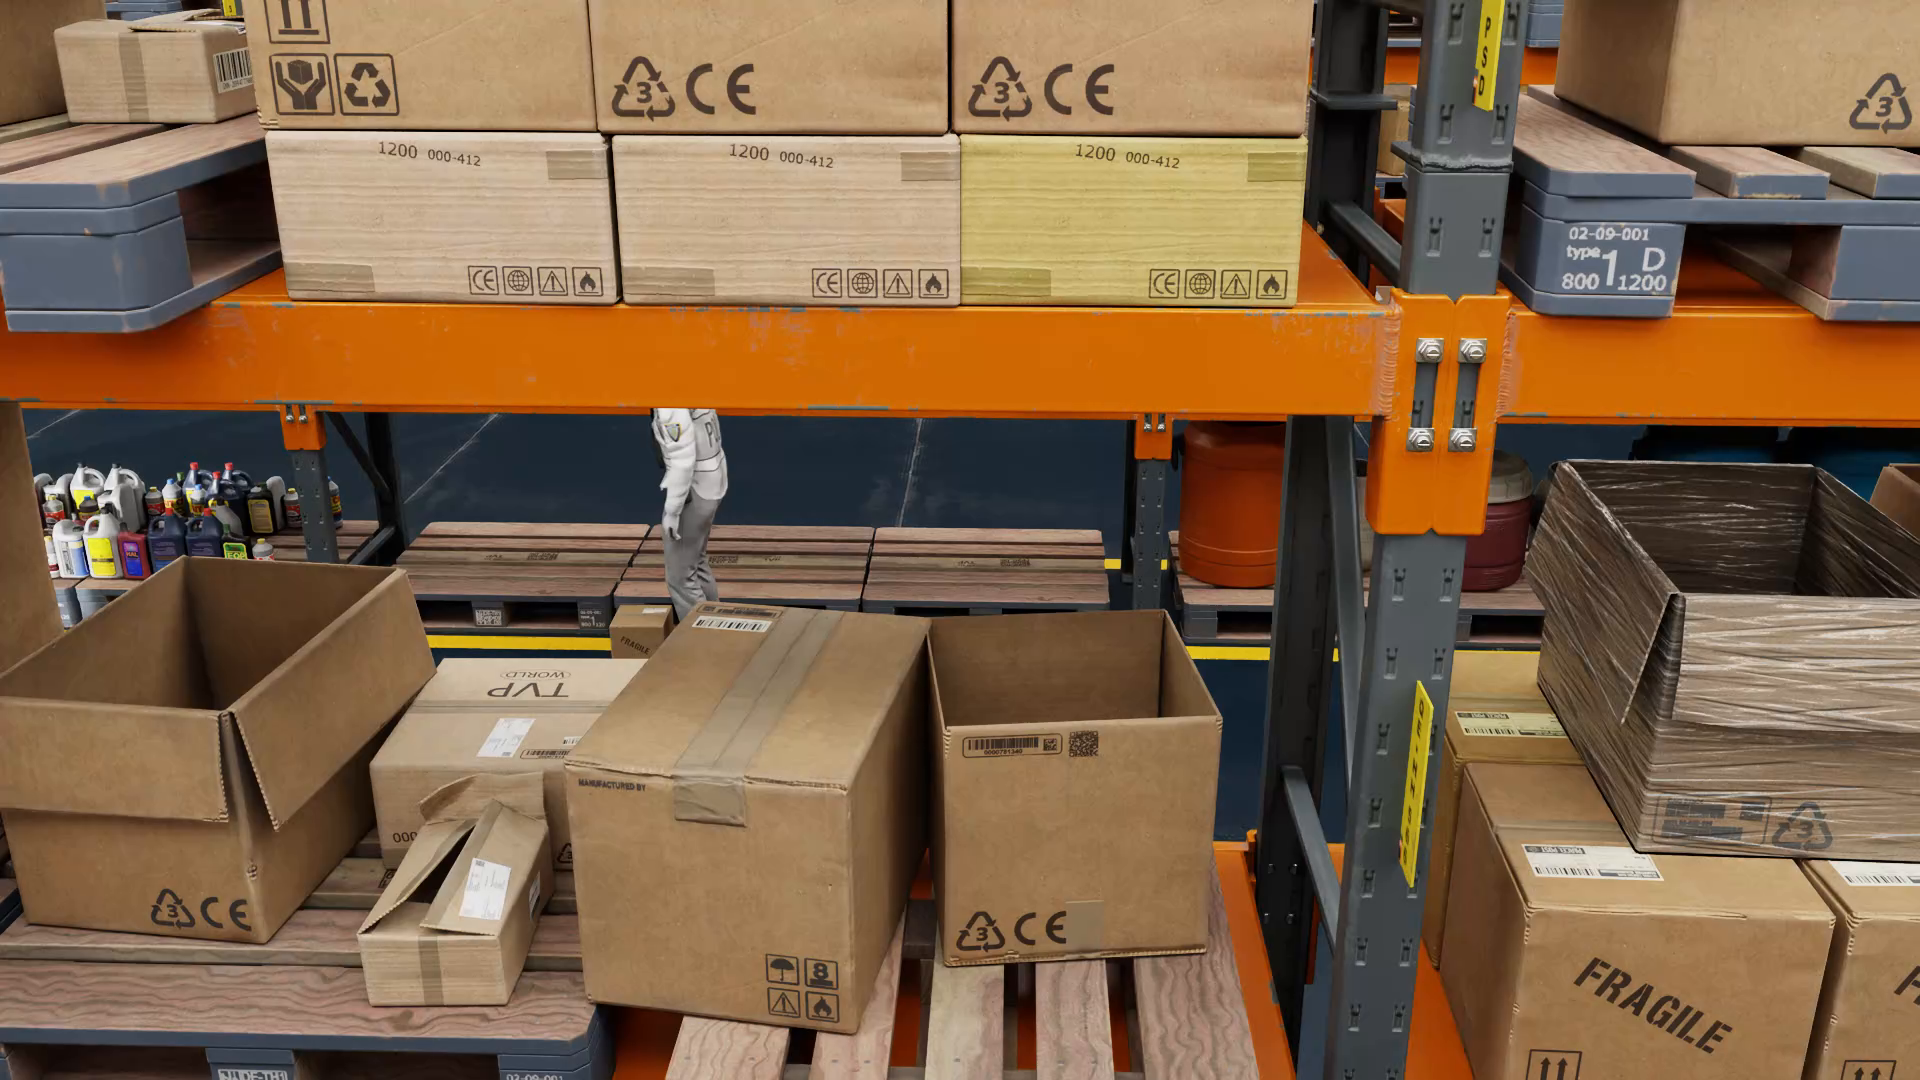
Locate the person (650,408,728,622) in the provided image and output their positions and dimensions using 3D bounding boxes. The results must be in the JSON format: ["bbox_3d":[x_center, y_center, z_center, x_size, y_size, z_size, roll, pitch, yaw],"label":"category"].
[{"bbox_3d":[-1.249,-0.193,7.582,0.375,1.663,0.526,0,21,1],"label":"person"}]
